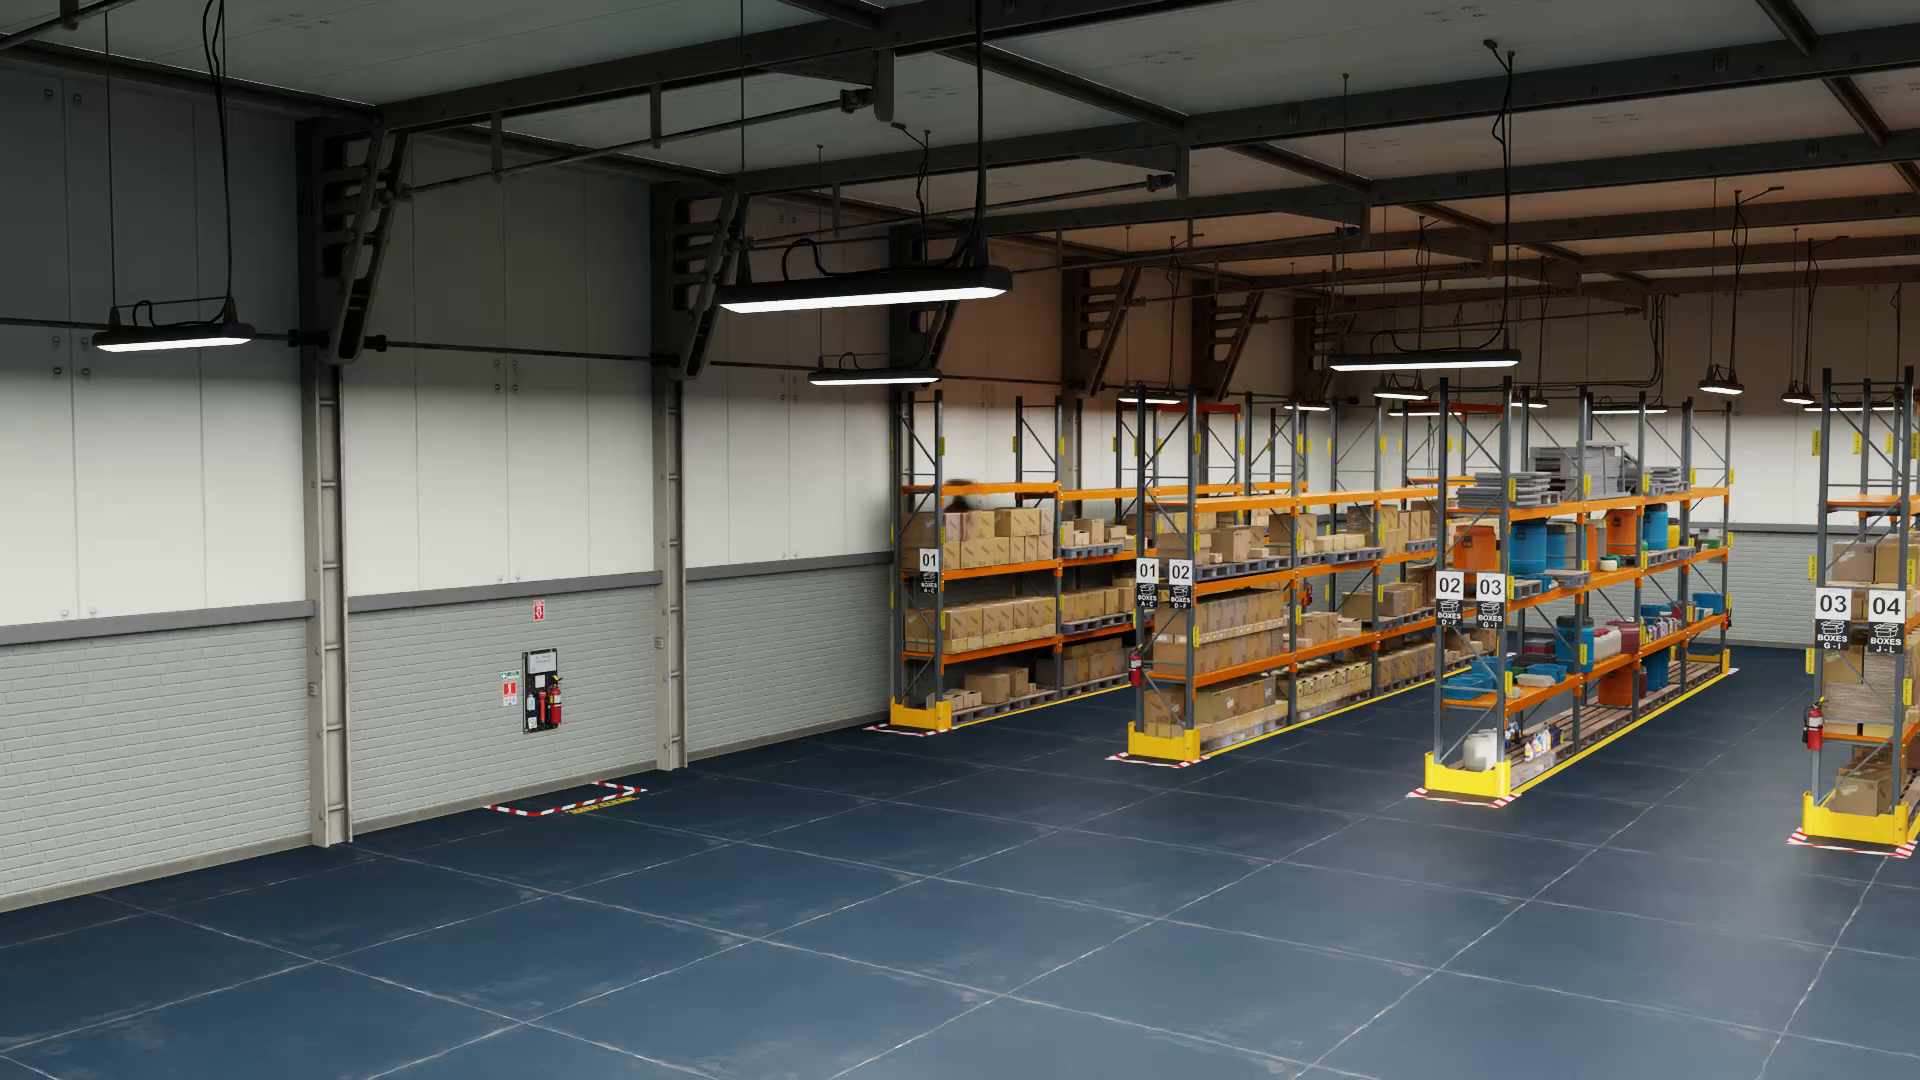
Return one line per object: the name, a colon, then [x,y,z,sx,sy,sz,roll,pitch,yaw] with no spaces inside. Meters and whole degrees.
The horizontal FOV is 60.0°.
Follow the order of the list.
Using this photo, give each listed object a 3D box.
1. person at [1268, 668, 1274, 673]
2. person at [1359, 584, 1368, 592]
person: [6.315,2.195,34.820,0.615,1.620,1.028,2,4,35]
person: [9.785,1.890,40.394,0.504,1.654,0.707,2,4,33]
